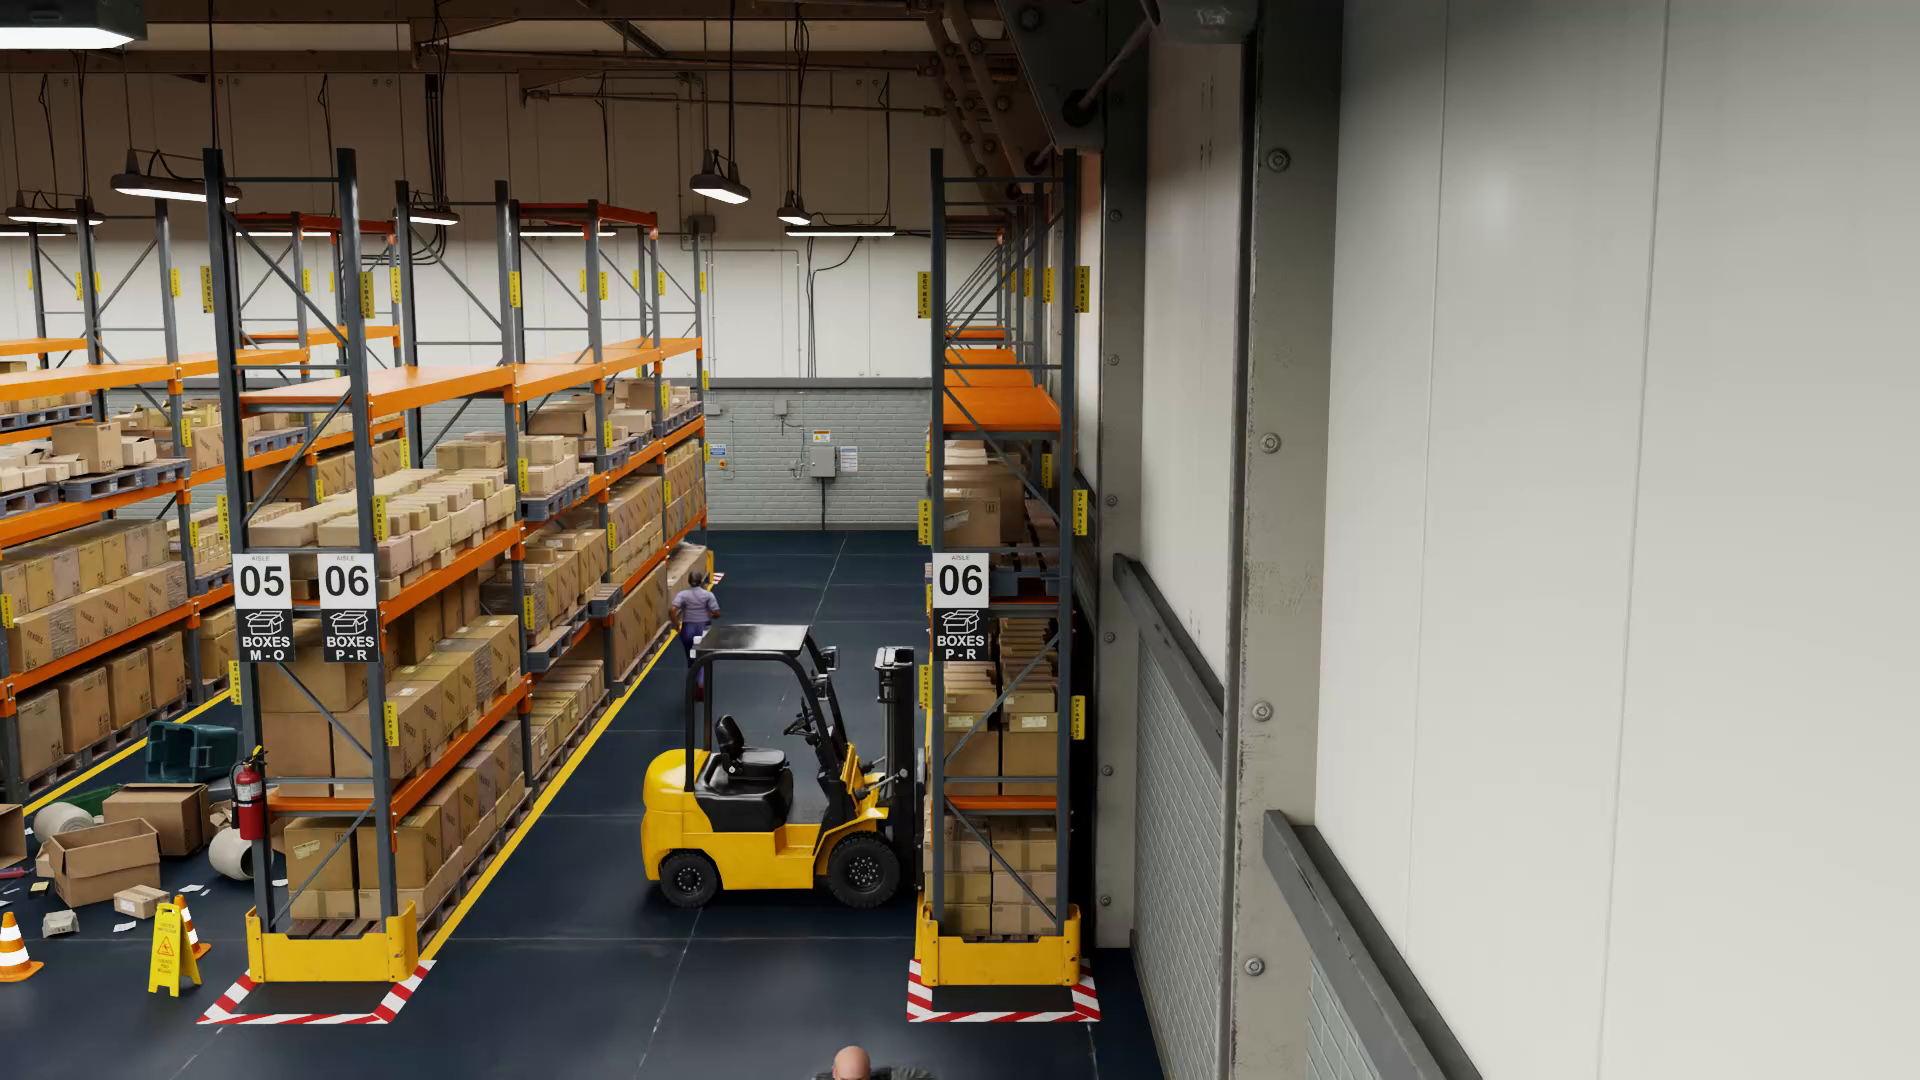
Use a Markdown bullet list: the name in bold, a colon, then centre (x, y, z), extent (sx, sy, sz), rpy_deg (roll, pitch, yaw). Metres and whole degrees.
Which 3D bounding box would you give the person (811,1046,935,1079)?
- **person**: centre (-0.460, 3.110, 8.148), extent (0.694, 1.682, 0.989), rpy_deg (0, 9, 1)

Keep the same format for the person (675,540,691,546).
- **person**: centre (-4.927, -0.348, 28.903), extent (0.954, 1.770, 0.660), rpy_deg (1, 9, 5)

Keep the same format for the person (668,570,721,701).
- **person**: centre (-3.174, 1.131, 19.998), extent (0.608, 1.532, 0.927), rpy_deg (-1, 9, -4)
